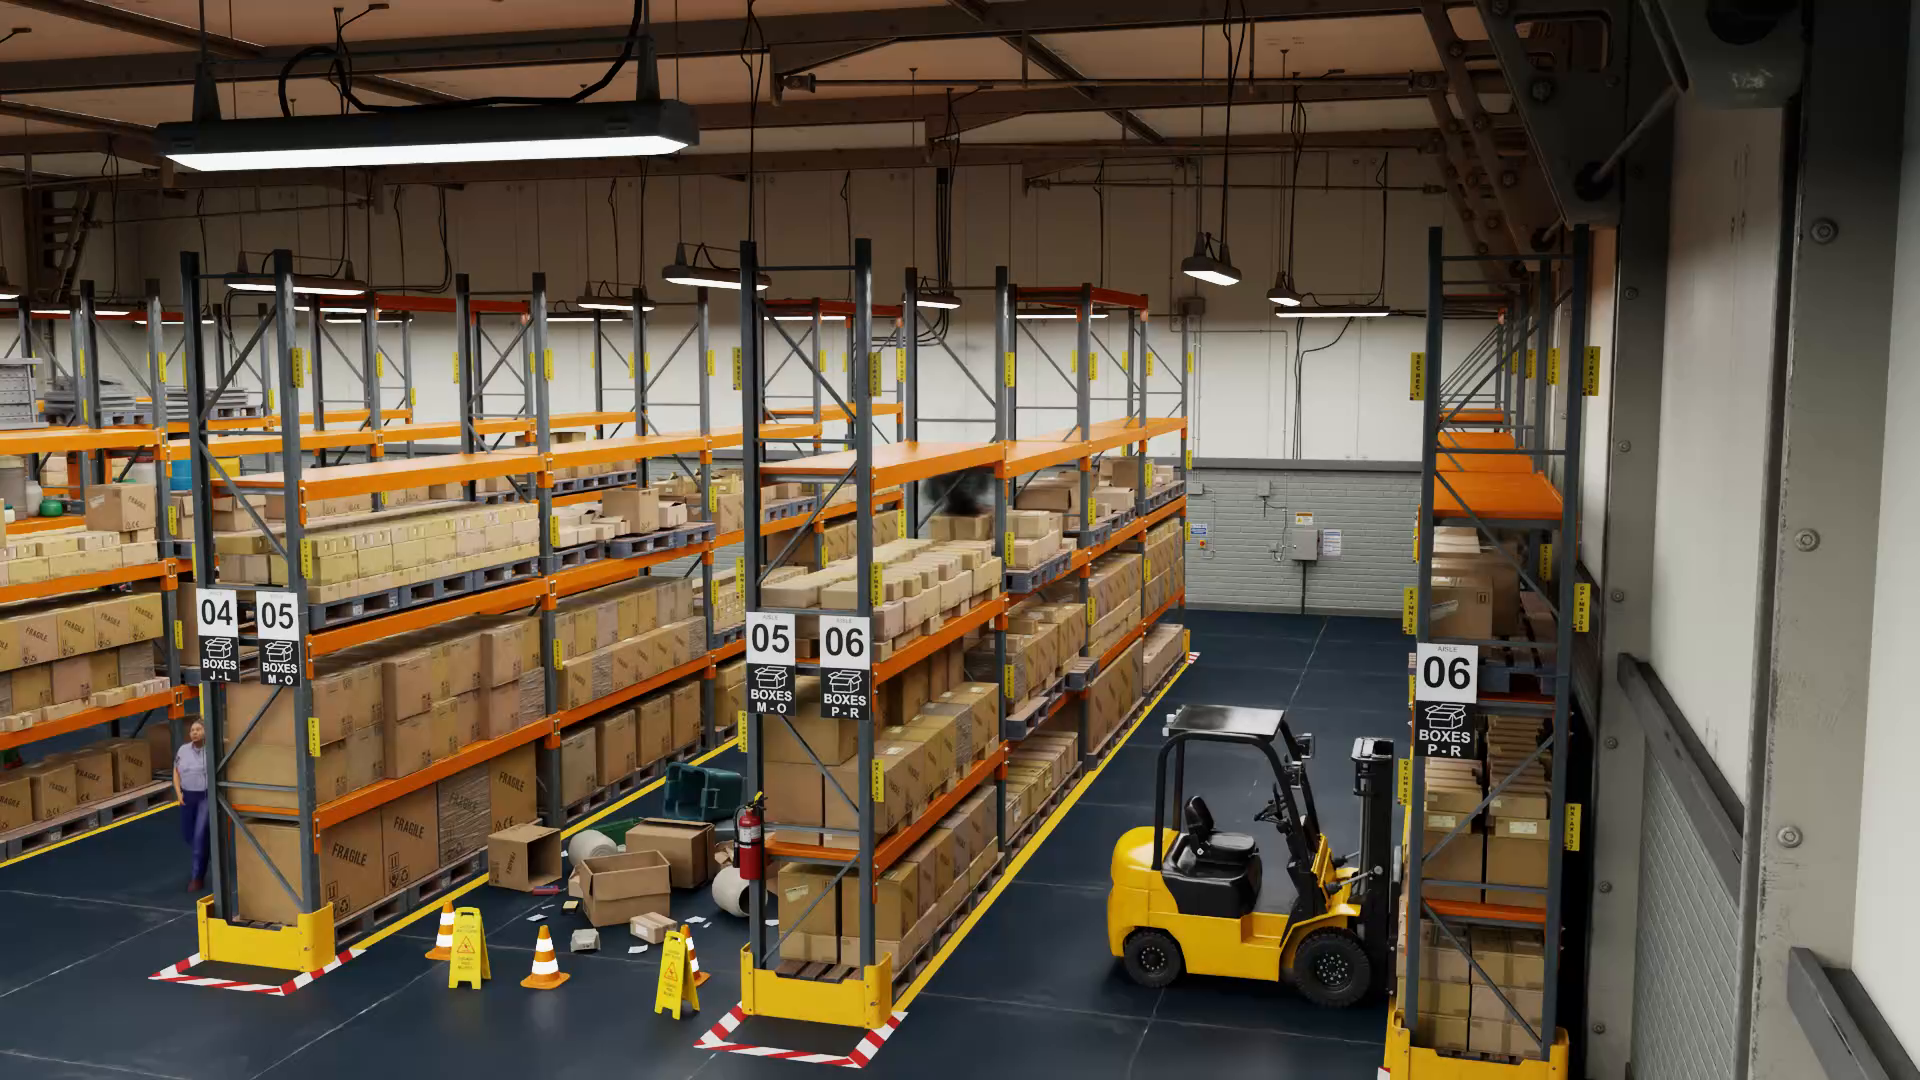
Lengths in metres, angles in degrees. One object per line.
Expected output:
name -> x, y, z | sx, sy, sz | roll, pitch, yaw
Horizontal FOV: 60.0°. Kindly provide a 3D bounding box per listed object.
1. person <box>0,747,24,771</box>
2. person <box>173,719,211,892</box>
person -> -11.175, 2.102, 19.478 | 0.632, 1.824, 0.705 | 1, 6, 9
person -> -7.449, 2.565, 16.391 | 0.595, 1.625, 0.891 | 0, 6, 4
